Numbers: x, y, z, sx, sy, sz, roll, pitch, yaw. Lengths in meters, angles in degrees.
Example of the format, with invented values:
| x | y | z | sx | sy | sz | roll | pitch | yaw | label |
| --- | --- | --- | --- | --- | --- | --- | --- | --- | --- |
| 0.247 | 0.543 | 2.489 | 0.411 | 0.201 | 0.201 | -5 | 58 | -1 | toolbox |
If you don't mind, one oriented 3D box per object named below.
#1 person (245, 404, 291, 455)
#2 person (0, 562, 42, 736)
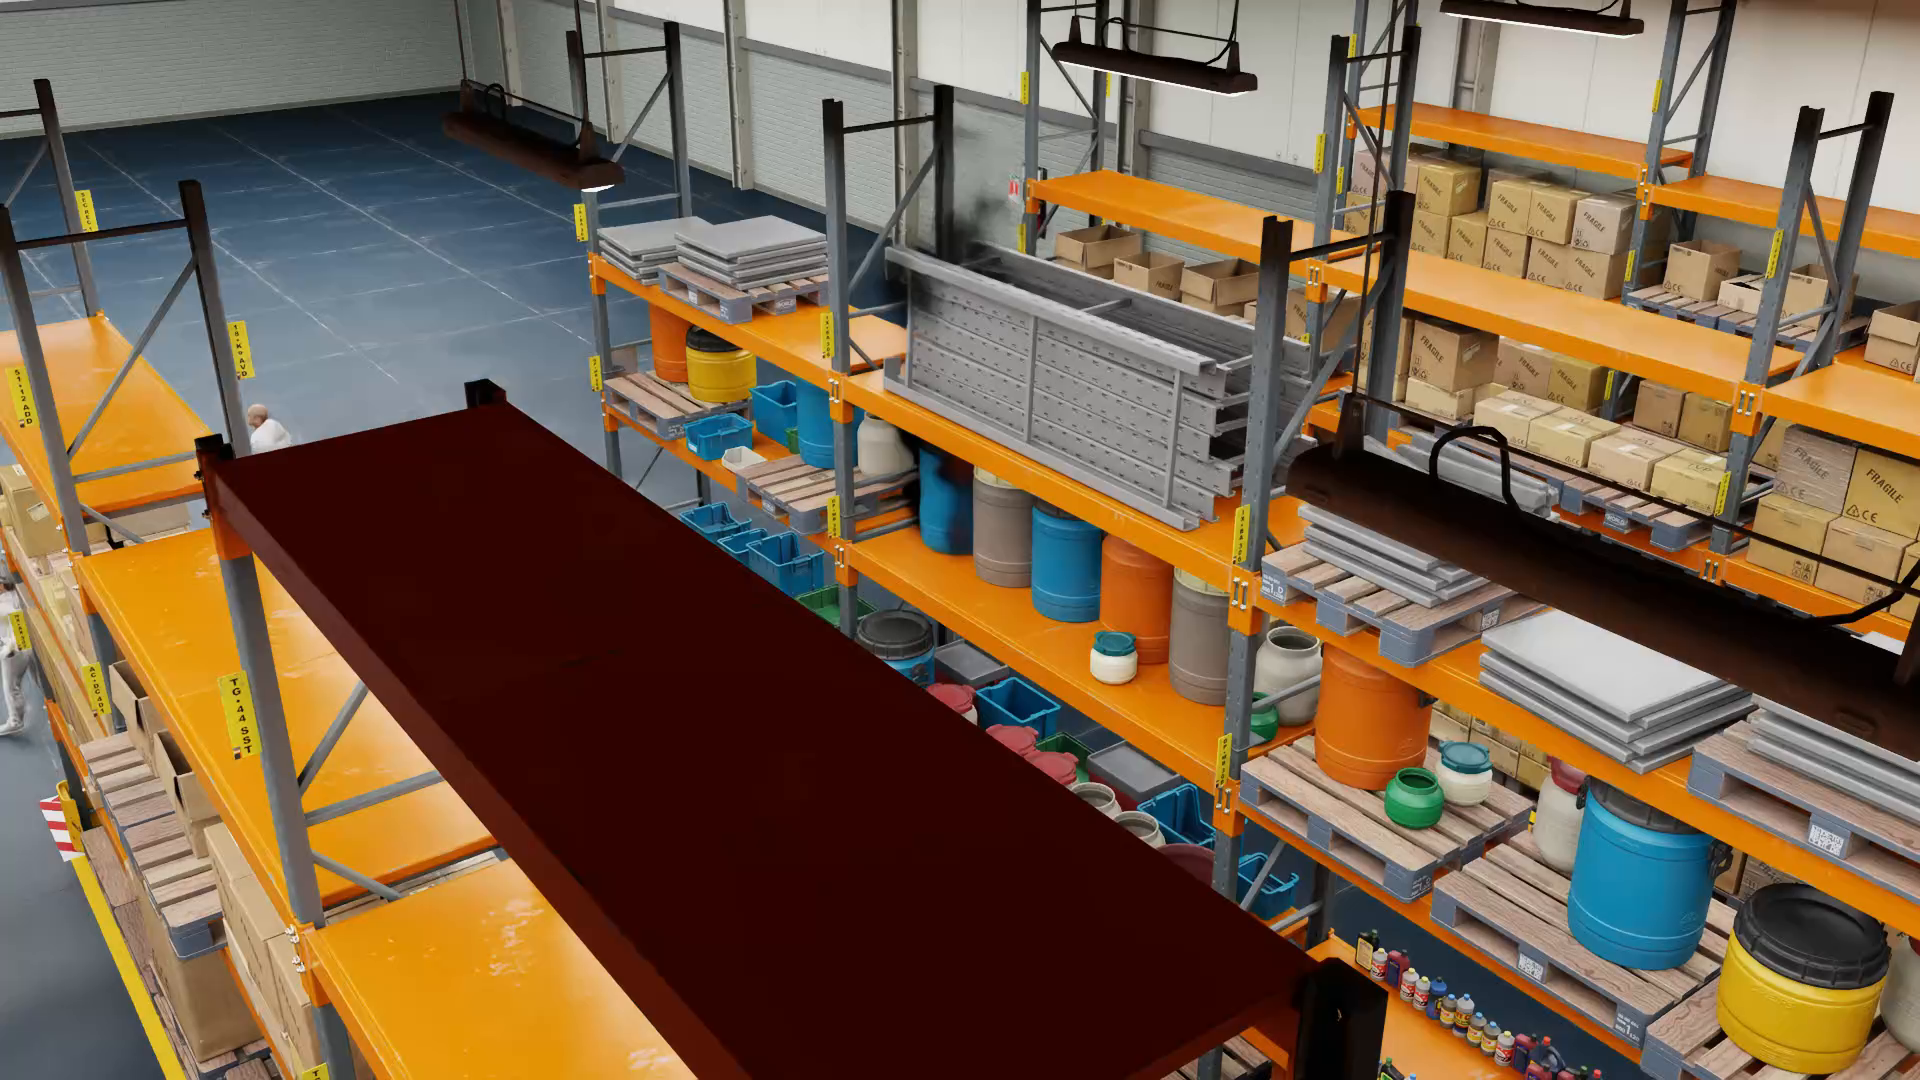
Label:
| x | y | z | sx | sy | sz | roll | pitch | yaw | label |
| --- | --- | --- | --- | --- | --- | --- | --- | --- | --- |
| -7.627 | -0.693 | 18.401 | 0.760 | 1.723 | 0.627 | -9 | 26 | -19 | person |
| -8.344 | 0.975 | 14.848 | 0.915 | 1.687 | 0.631 | 0 | 25 | 0 | person |
